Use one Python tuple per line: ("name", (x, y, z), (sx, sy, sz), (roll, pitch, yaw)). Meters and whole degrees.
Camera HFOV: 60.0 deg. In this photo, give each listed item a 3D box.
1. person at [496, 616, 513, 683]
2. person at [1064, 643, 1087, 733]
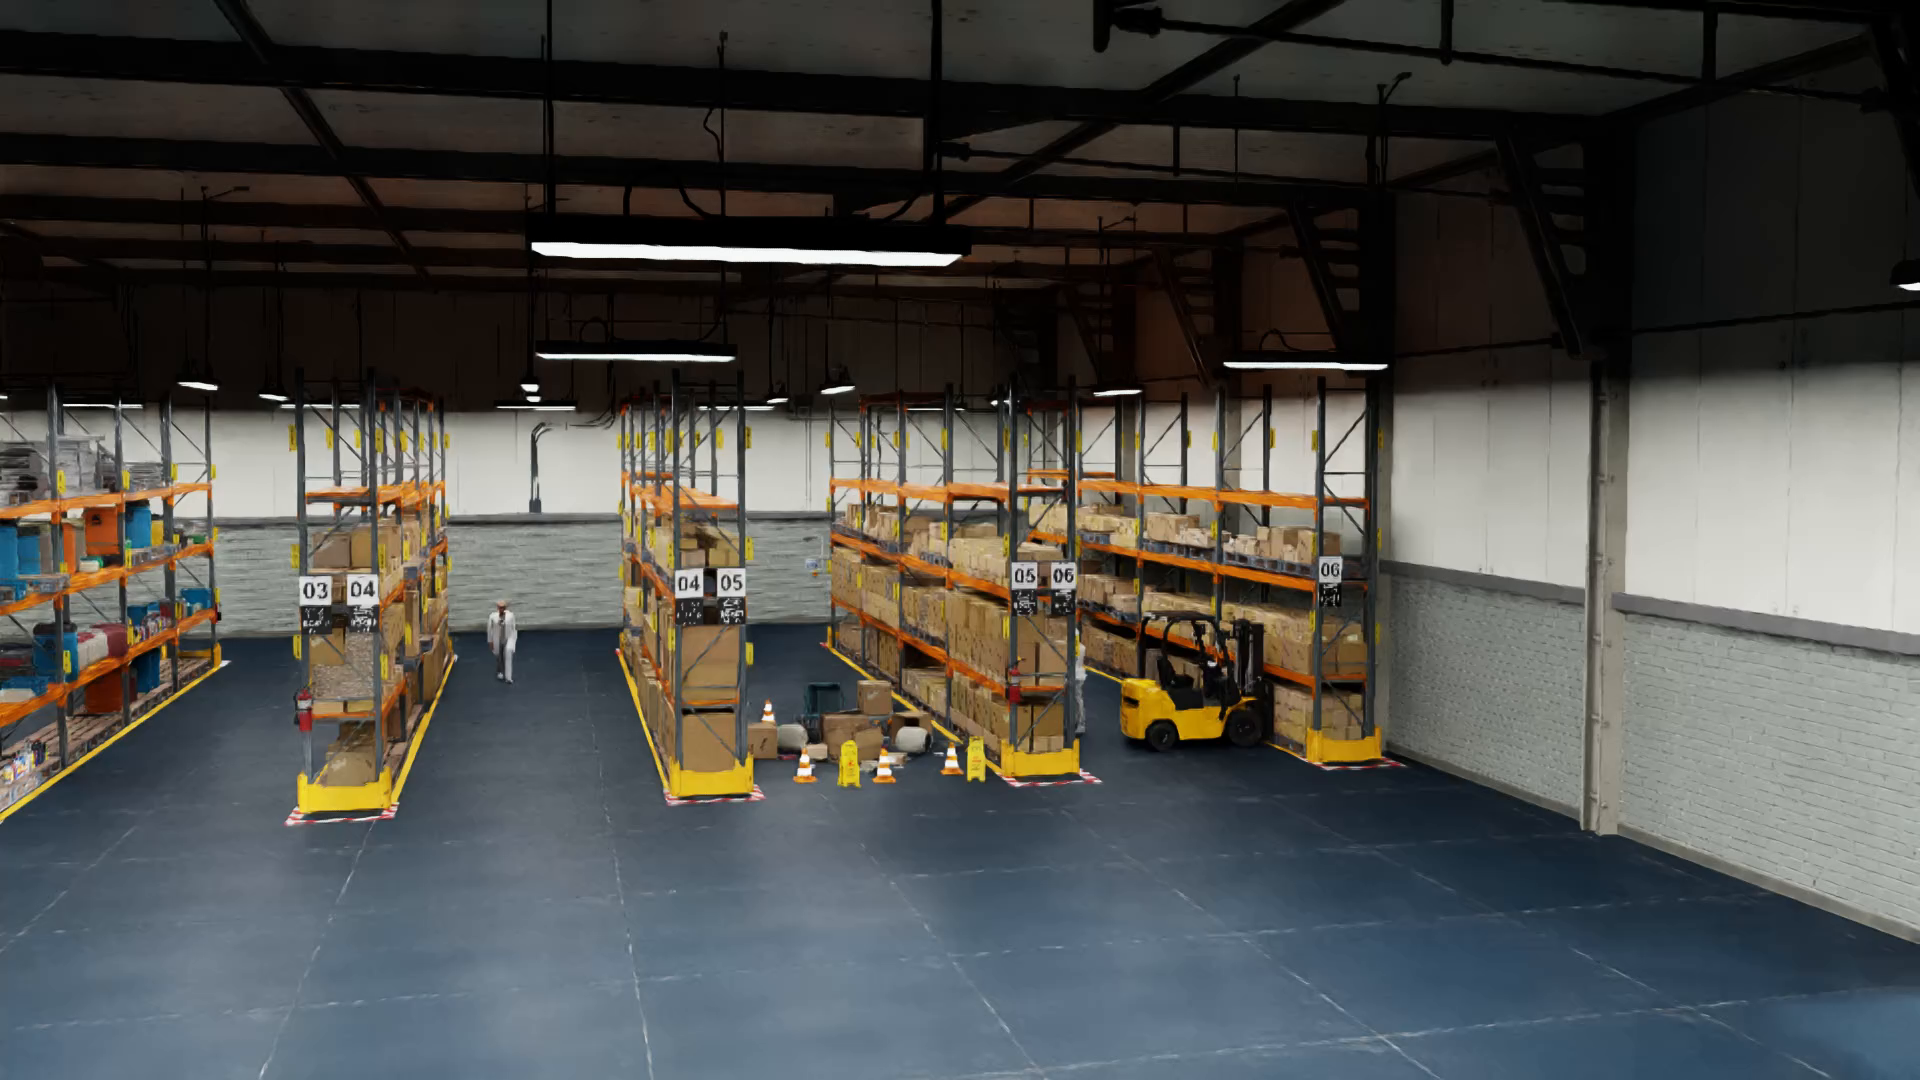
("person", (-9.485, 2.204, 34.418), (0.524, 1.453, 1.172), (-1, 3, -12))
("person", (1.930, 2.517, 28.599), (0.583, 1.525, 0.662), (1, 4, 18))
